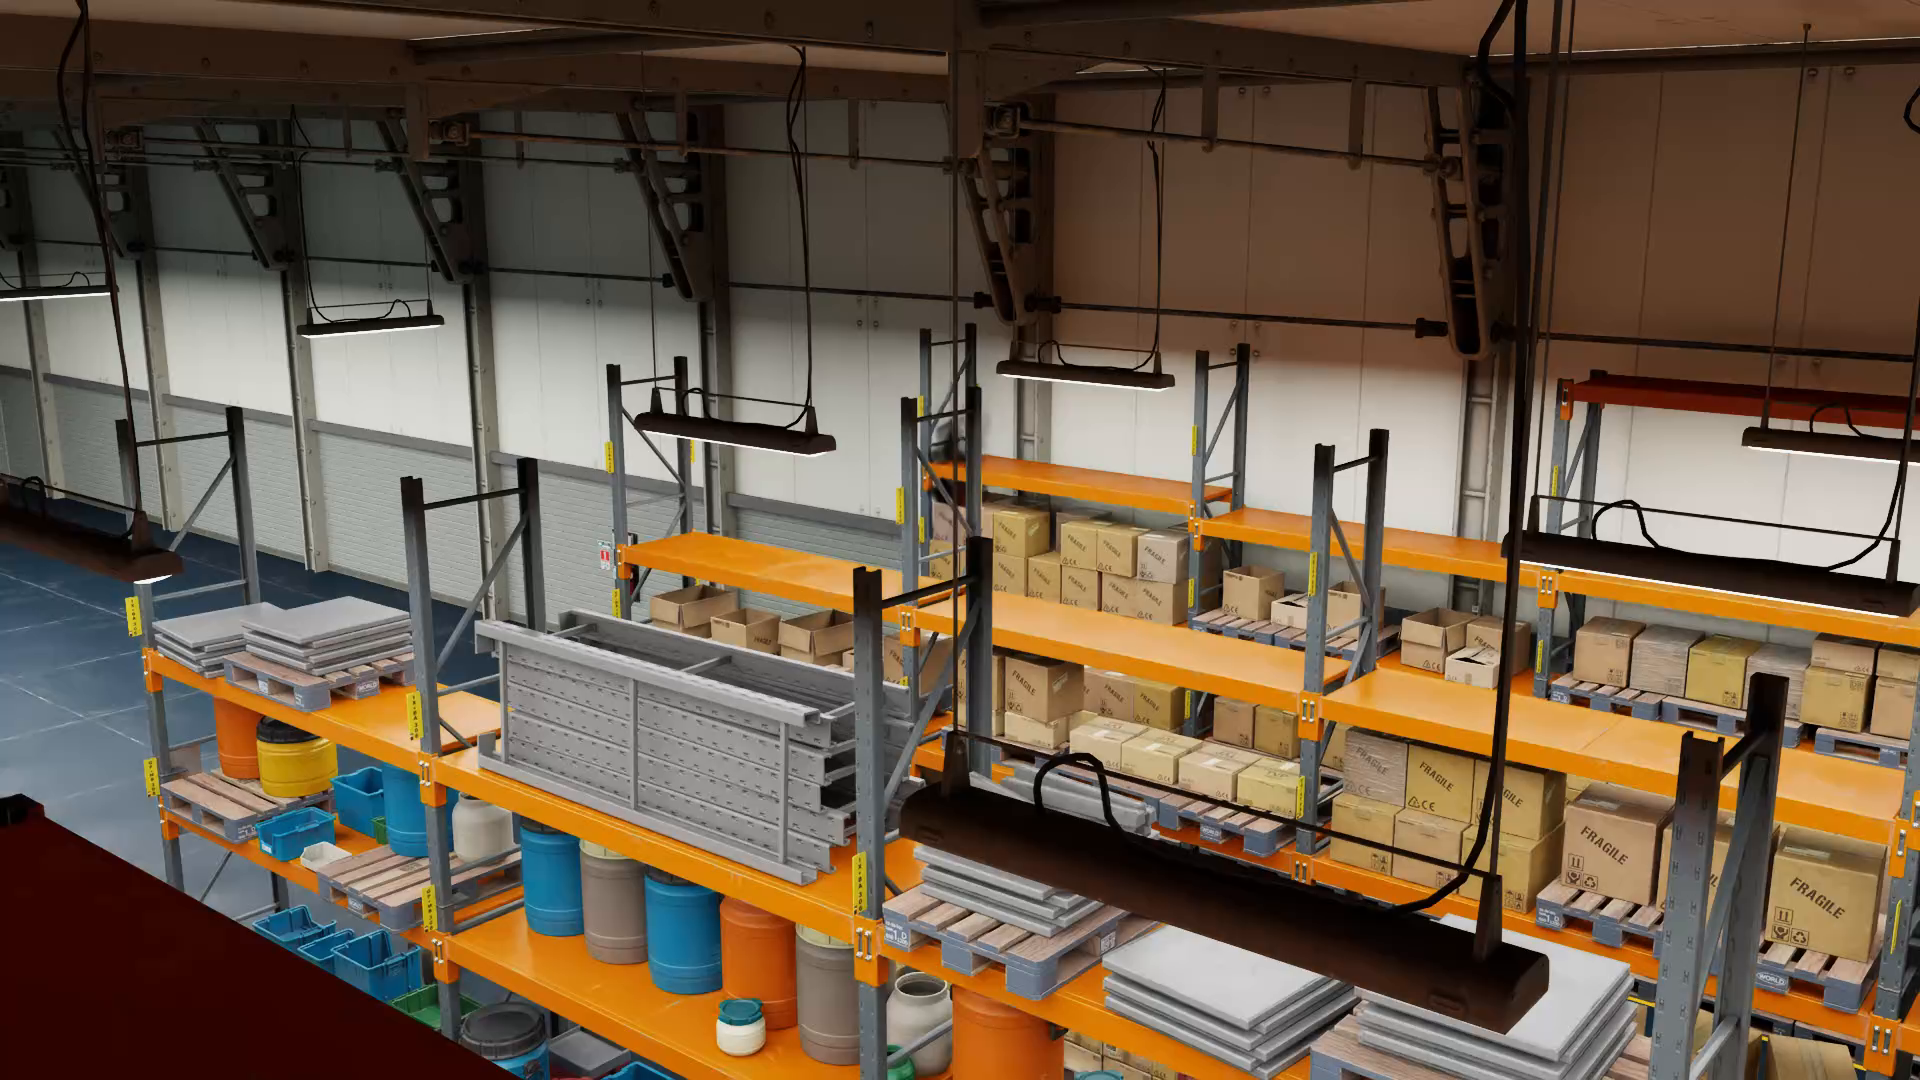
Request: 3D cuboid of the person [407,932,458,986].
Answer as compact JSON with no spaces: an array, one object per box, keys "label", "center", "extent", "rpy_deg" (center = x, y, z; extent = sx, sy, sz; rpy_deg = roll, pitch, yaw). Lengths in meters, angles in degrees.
[{"label":"person","center":[-4.810,3.862,15.492],"extent":[0.797,1.615,0.608],"rpy_deg":[6,14,26]}]
